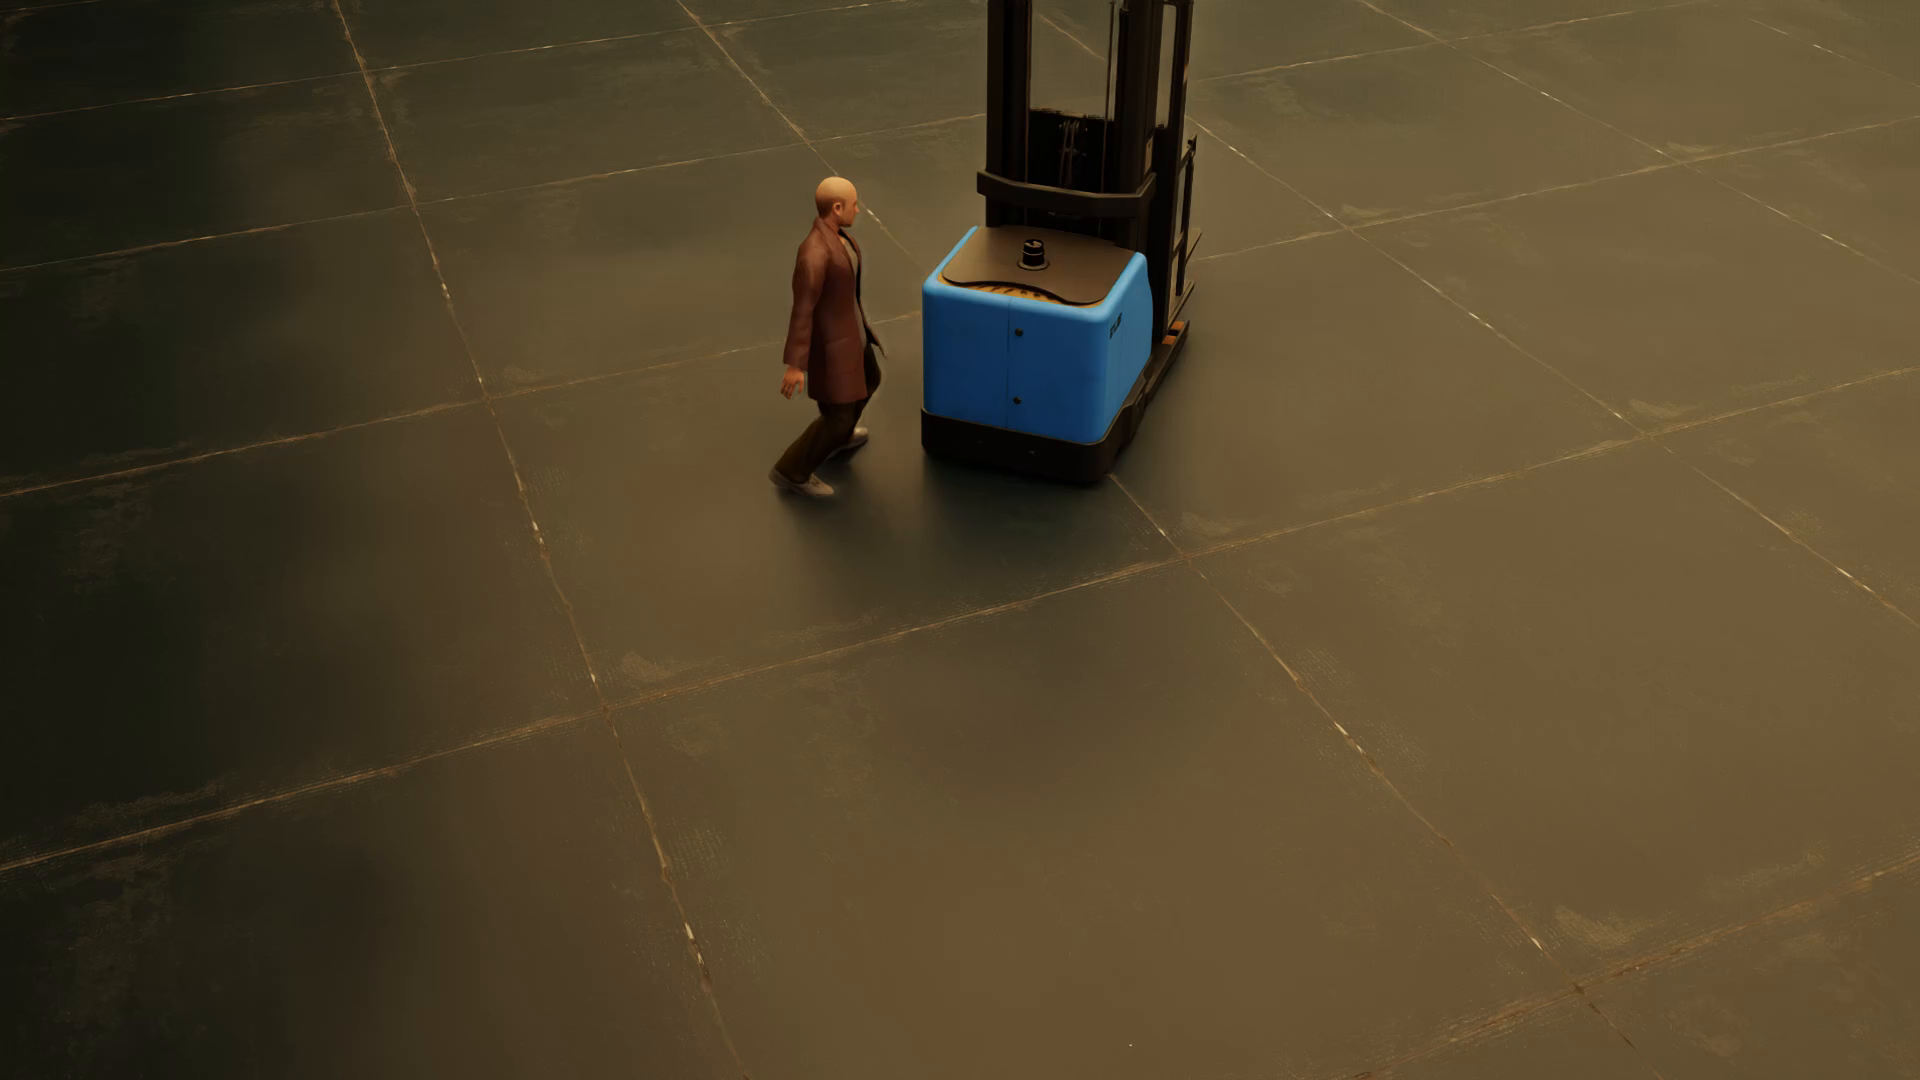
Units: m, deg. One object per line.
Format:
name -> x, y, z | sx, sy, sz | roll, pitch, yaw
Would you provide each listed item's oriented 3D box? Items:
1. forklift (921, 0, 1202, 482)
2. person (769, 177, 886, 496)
forklift -> 0.778, -2.355, 9.410 | 1.130, 2.935, 3.031 | 12, 37, 17
person -> -0.721, -1.019, 8.633 | 0.584, 1.739, 0.935 | 6, 36, 9
